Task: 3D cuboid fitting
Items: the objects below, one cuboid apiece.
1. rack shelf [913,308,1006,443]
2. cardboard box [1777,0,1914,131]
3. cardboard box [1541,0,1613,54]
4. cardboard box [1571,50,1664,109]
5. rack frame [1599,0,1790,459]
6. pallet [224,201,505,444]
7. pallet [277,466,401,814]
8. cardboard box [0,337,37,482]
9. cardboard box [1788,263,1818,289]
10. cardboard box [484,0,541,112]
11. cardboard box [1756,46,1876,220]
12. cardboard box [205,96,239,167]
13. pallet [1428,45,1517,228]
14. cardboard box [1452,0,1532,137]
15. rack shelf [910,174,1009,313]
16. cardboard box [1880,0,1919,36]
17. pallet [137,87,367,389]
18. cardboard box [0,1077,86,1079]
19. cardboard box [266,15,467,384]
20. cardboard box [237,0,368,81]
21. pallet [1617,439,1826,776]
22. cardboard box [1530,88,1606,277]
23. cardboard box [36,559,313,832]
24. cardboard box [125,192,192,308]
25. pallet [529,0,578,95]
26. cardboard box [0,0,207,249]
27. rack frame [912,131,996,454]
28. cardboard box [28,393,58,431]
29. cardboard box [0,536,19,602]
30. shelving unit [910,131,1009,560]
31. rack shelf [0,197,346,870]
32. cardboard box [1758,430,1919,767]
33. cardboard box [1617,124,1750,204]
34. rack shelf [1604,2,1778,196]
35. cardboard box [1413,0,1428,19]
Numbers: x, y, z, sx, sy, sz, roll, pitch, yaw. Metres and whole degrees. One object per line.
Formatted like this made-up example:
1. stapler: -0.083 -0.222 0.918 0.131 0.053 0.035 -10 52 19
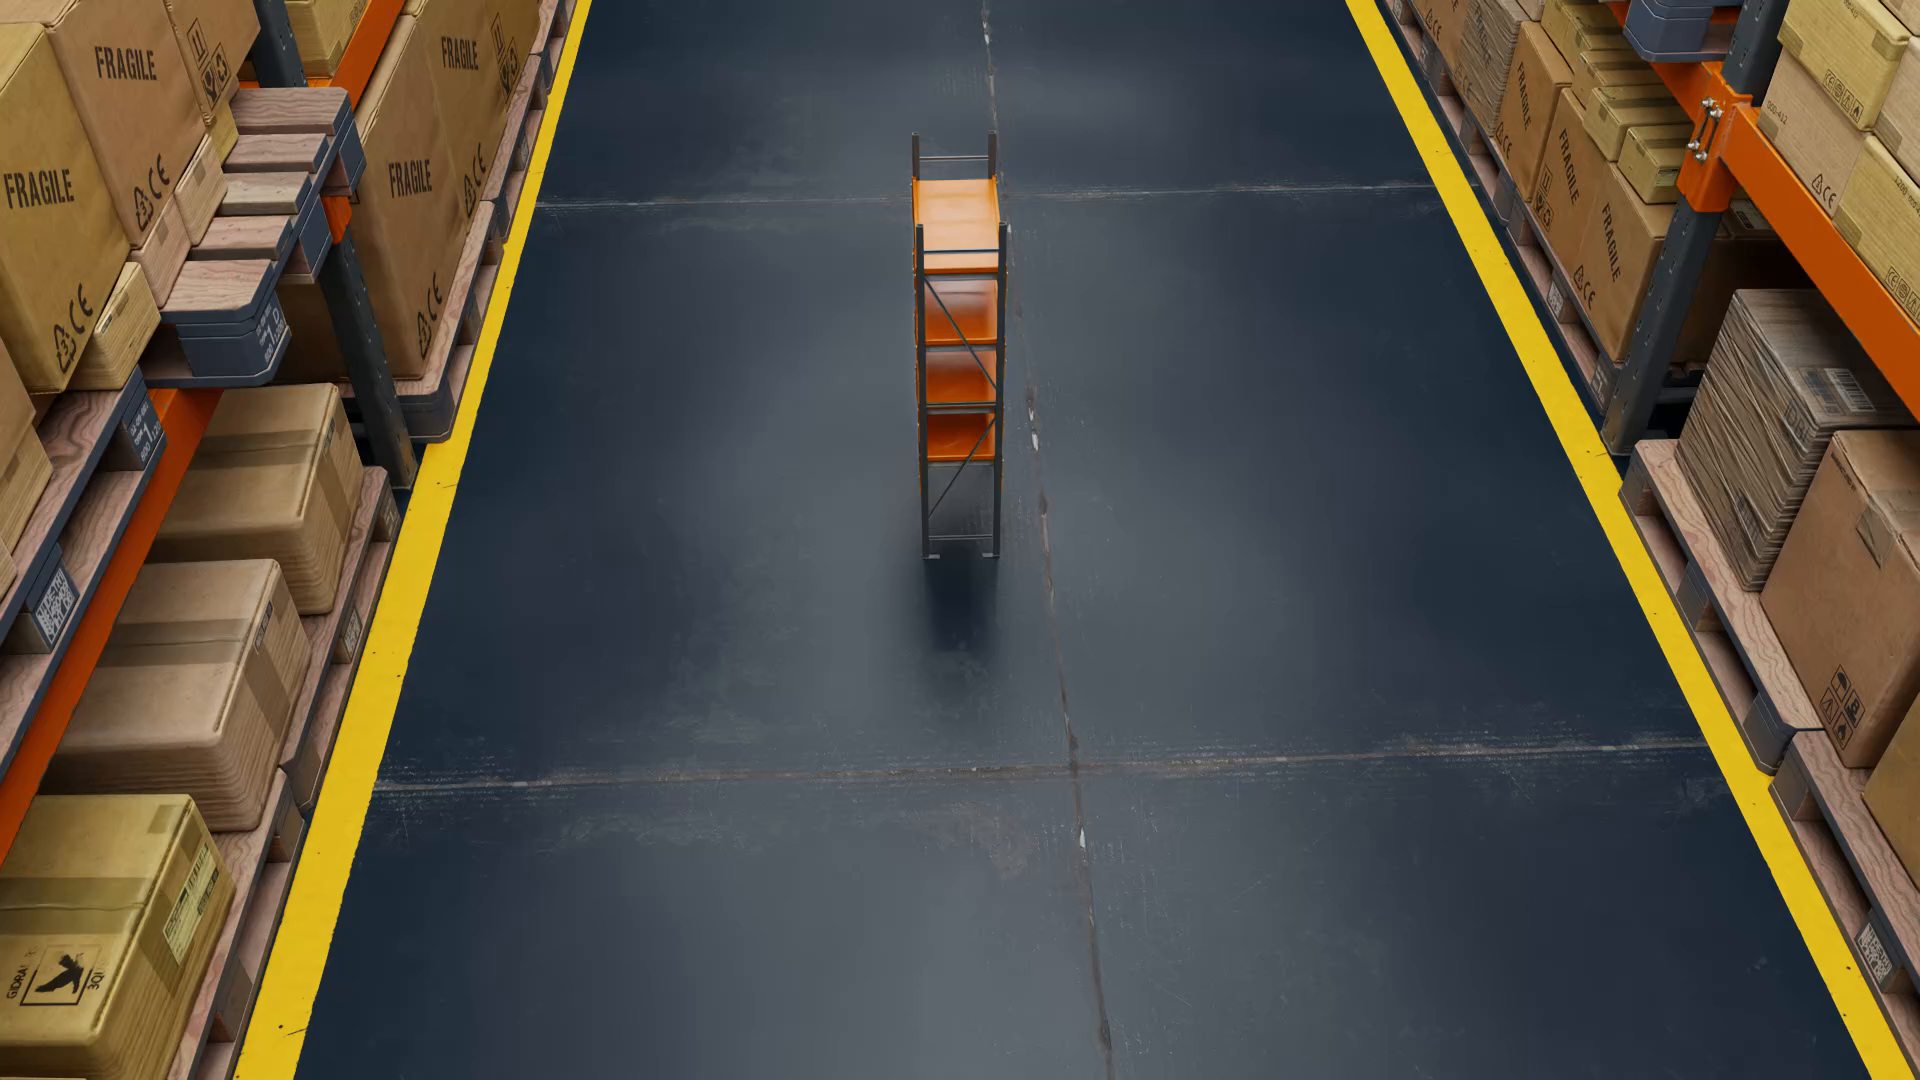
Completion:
1. rack shelf: -0.007 -0.504 5.012 0.258 0.148 0.480 -2 43 -2
2. cardboard box: 2.418 -1.256 4.142 0.500 0.250 0.500 -2 43 -2
3. cardboard box: 2.408 -1.943 6.209 0.380 0.149 0.250 -2 43 -2
4. cardboard box: 2.385 -1.595 5.830 0.380 0.149 0.250 -3 43 -3
5. rack frame: 2.668 -1.434 4.595 1.000 3.000 0.127 -2 43 -2
6. pallet: -2.249 -0.796 5.962 1.003 0.211 1.213 -2 43 -2
7. pallet: -2.259 0.266 4.804 1.003 0.211 1.213 -2 43 -2
8. cardboard box: -1.916 -0.234 2.680 0.500 0.500 0.500 -3 43 -4
9. cardboard box: 2.930 -0.960 5.617 0.500 0.500 0.500 0 43 0
10. cardboard box: -2.308 -2.336 6.840 0.875 0.875 0.875 -1 43 -1
11. cardboard box: 2.443 -1.073 4.311 0.500 0.250 0.500 -1 43 -2
12. cardboard box: -1.958 -0.958 3.951 0.380 0.149 0.250 -1 43 -1
13. pallet: 2.625 -1.733 6.985 1.003 0.211 1.213 -2 43 -2
14. cardboard box: 2.359 -1.989 6.739 0.500 0.500 0.500 -3 43 -3
15. rack shelf: -0.007 -0.844 4.701 0.258 0.148 0.480 -2 43 -2
16. cardboard box: 2.400 -1.307 3.902 0.380 0.149 0.250 -1 43 -1
17. pallet: -2.154 -0.741 3.980 1.213 0.211 1.003 -2 43 -2
18. cardboard box: -2.180 1.385 3.153 0.950 0.372 0.625 1 43 1
19. cardboard box: -2.237 -1.130 5.524 0.875 0.875 0.875 -2 43 -2
20. cardboard box: -2.060 -1.572 4.856 0.500 0.250 0.500 -2 43 -3
21. pallet: 2.664 0.150 4.930 1.003 0.211 1.213 -2 43 -2
22. cardboard box: 2.425 -1.285 5.971 0.500 0.500 0.500 -2 43 -2
23. cardboard box: -2.237 0.404 4.223 0.950 0.372 0.625 -2 43 -3
24. cardboard box: -1.900 -0.619 3.581 0.380 0.149 0.250 -4 43 -4
25. pallet: -2.353 -2.443 7.759 1.003 0.211 1.213 -2 43 -2
26. cardboard box: -1.961 -0.943 3.454 0.500 0.500 0.500 -2 43 -2
27. rack frame: -0.017 -0.719 5.146 0.240 1.200 0.015 -2 43 -2
28. cardboard box: -1.990 -0.261 3.190 0.380 0.149 0.250 -1 43 -1
29. cardboard box: -1.856 0.086 2.812 0.380 0.149 0.250 0 43 0
30. shelving unit: -0.007 -0.554 4.967 0.258 1.200 0.503 -2 43 -2
31. rack shelf: -2.206 0.326 3.207 1.077 0.370 4.000 -2 43 -2
32. cardboard box: 2.717 0.148 4.315 0.875 0.625 0.625 0 43 0
33. cardboard box: 2.394 -1.233 5.434 0.380 0.149 0.250 -4 43 -4
34. rack shelf: 2.583 -2.519 6.311 1.077 0.370 4.000 -2 43 -2
35. cardboard box: 2.327 -2.676 7.489 0.500 0.500 0.500 -2 43 -2
